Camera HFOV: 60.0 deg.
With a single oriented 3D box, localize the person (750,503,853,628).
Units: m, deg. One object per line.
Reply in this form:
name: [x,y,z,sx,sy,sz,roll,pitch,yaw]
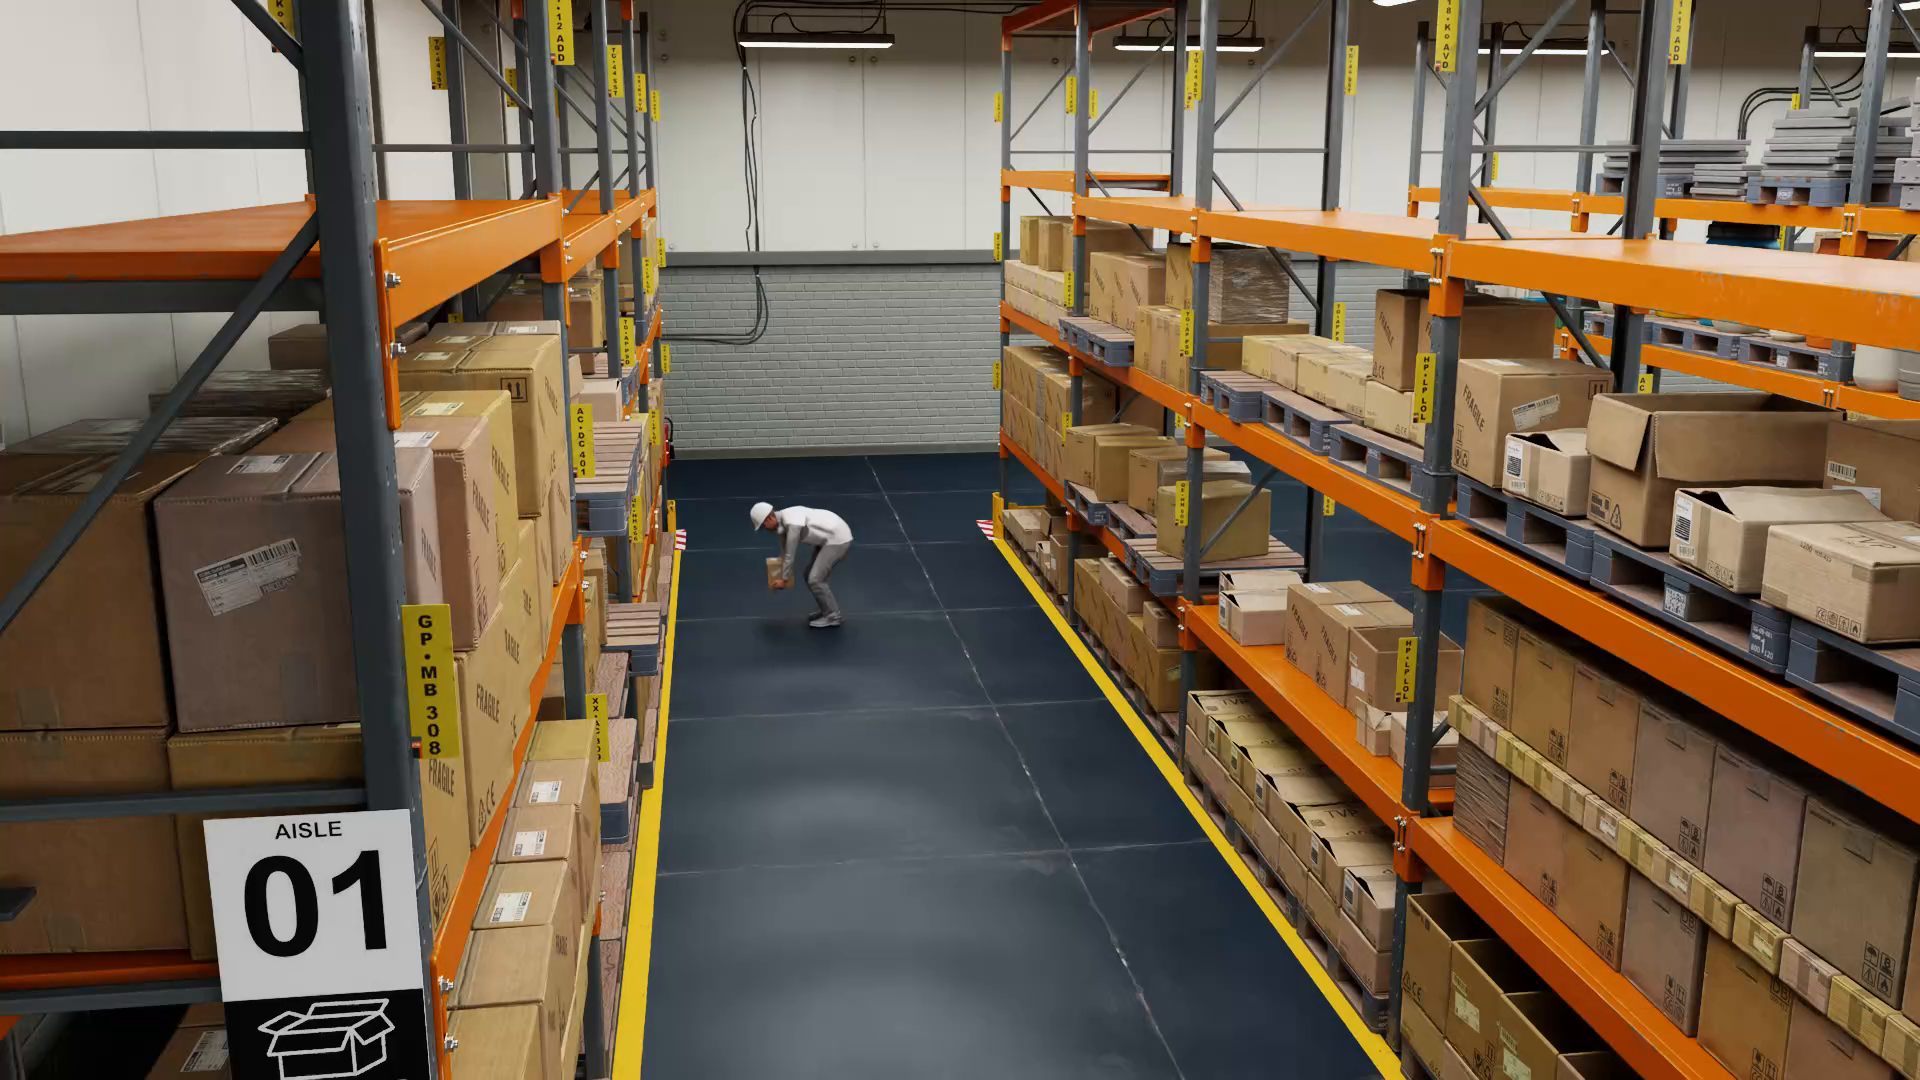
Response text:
person: [-1.536,0.223,16.175,0.975,1.228,0.482,-2,13,-11]
